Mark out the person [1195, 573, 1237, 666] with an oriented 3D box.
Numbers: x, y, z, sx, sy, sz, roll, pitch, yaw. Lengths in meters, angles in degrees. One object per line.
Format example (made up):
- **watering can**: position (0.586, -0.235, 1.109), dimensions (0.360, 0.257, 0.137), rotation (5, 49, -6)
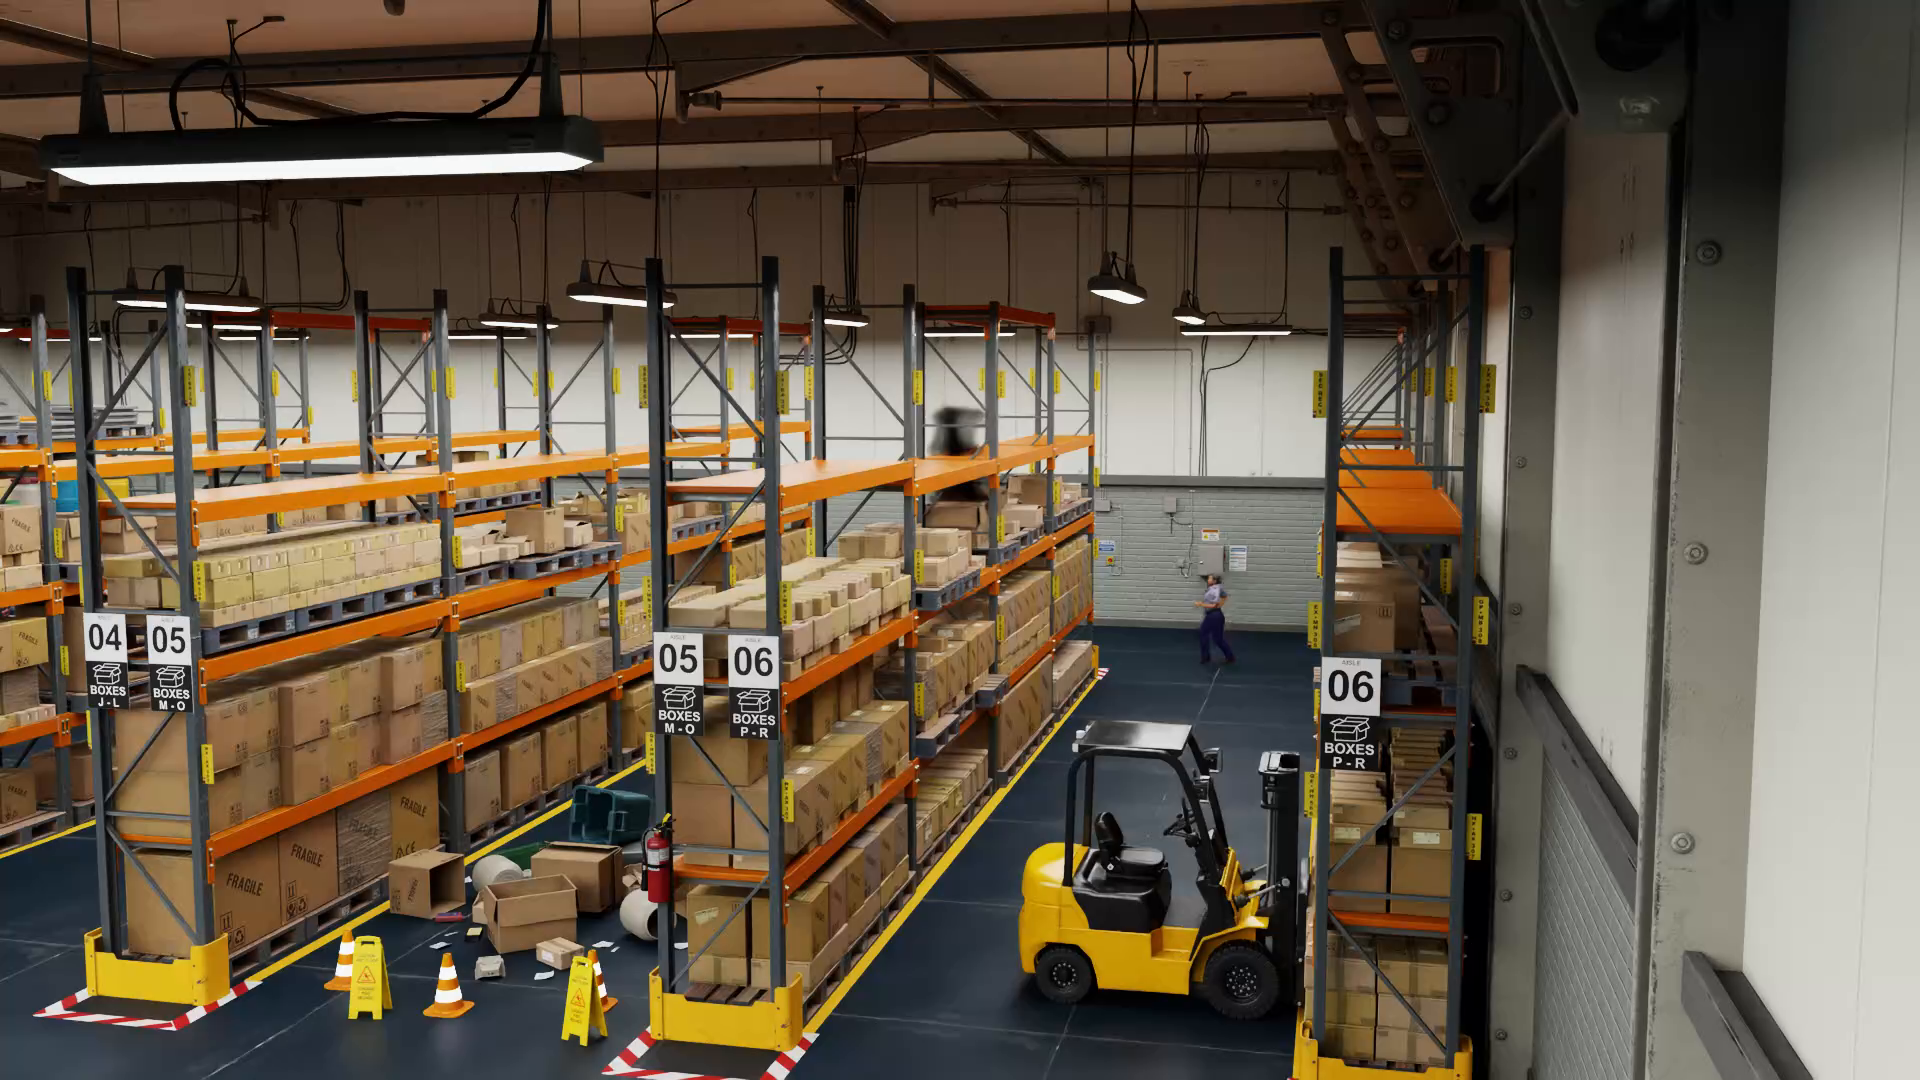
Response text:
- **person**: position (4.463, 1.421, 29.094), dimensions (0.739, 1.712, 0.599), rotation (1, 6, 7)
